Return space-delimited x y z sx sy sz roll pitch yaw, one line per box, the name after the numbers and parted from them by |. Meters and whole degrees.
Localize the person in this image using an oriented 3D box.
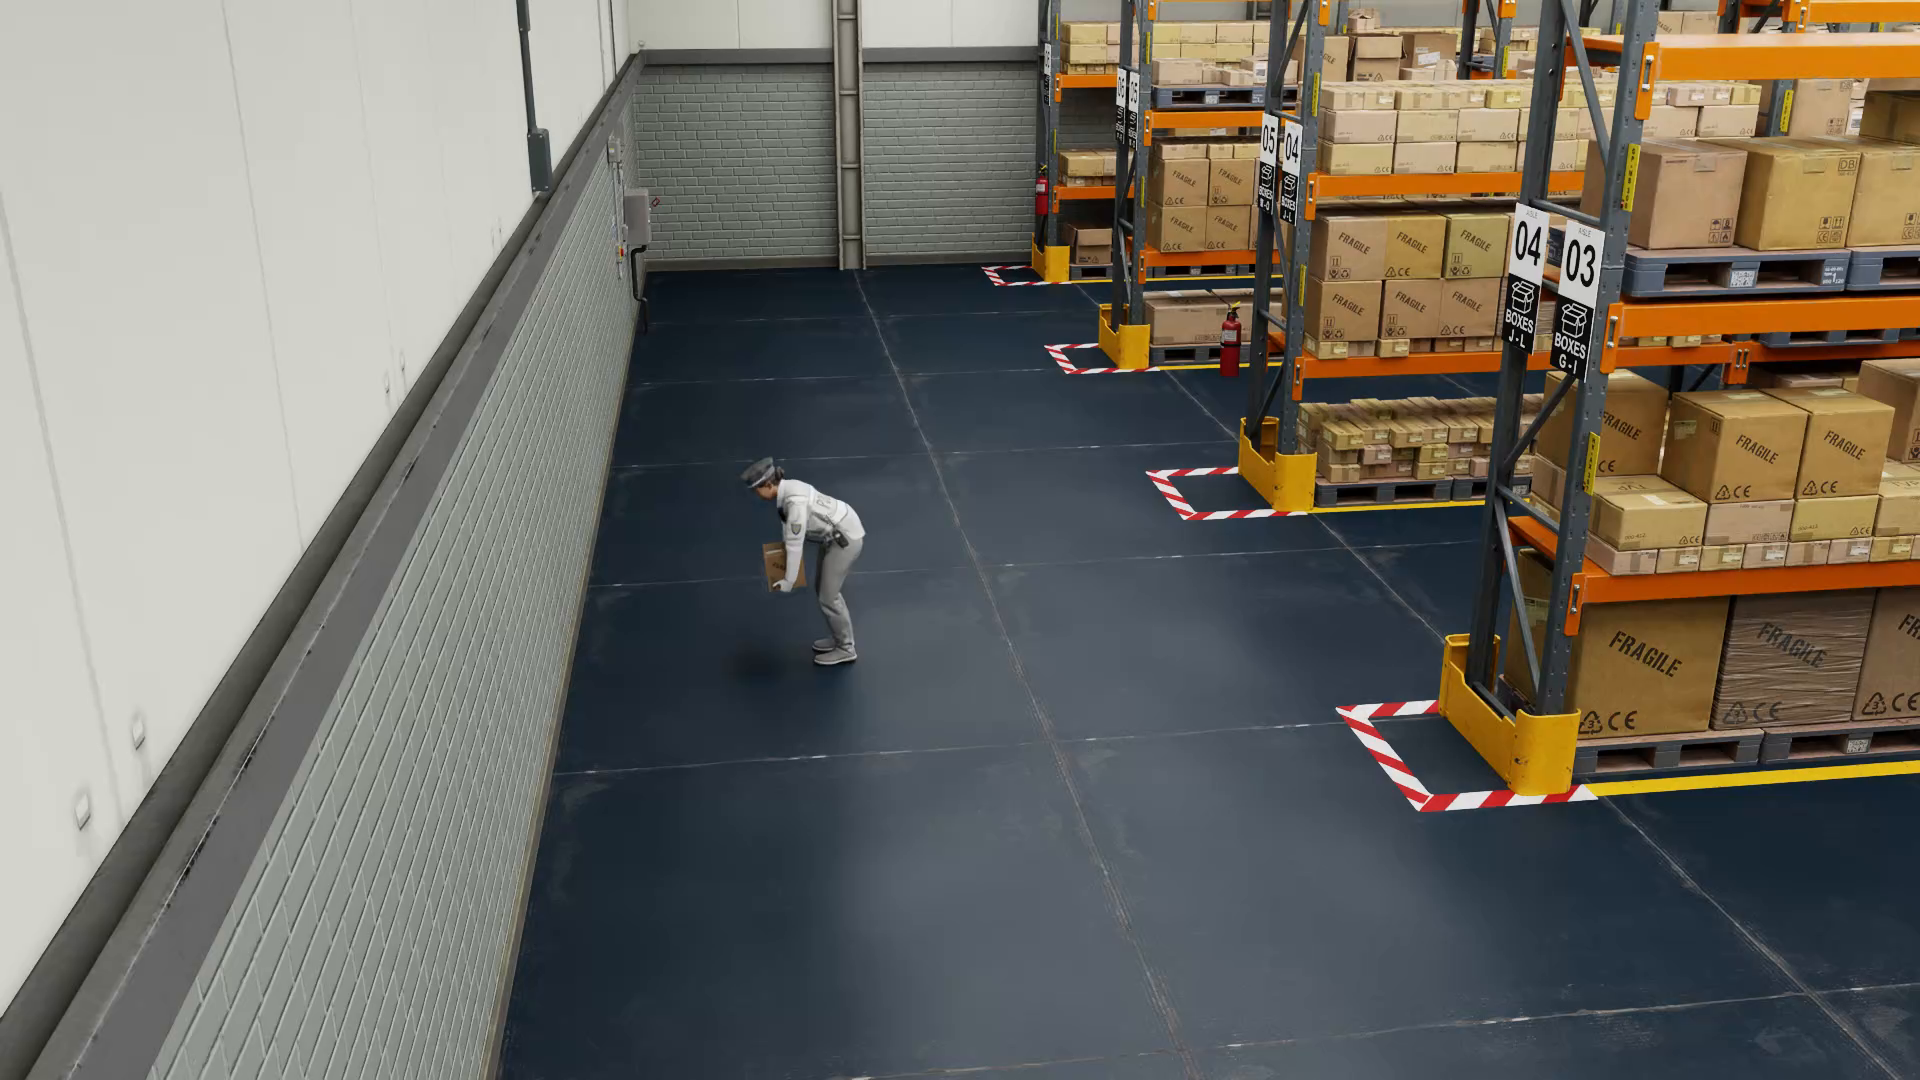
-1.038 0.130 11.074 0.814 1.427 0.408 -3 20 -9 | person
